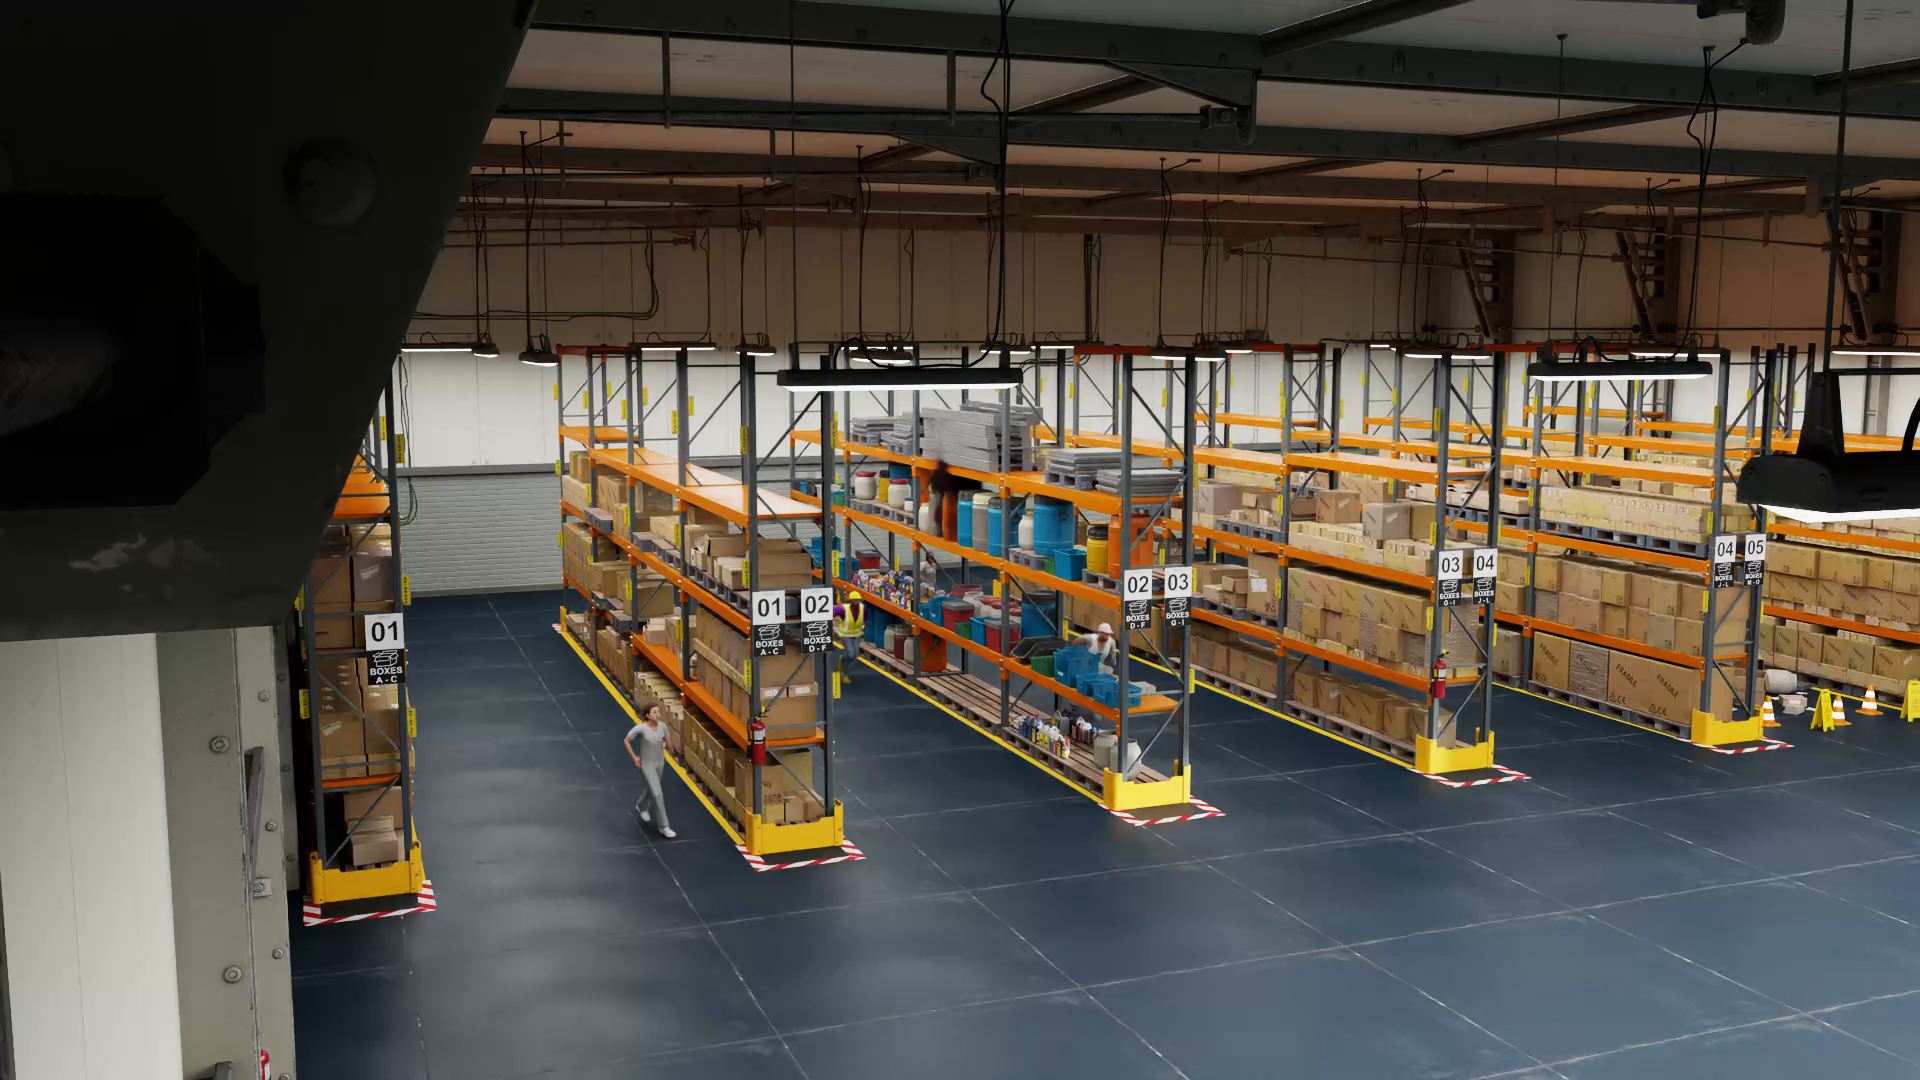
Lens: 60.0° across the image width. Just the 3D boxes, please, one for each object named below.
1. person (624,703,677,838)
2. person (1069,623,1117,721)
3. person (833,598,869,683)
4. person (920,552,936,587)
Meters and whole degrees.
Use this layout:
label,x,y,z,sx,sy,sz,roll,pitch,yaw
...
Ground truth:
label,x,y,z,sx,sy,sz,roll,pitch,yaw
person,-3.890,2.841,20.860,0.993,1.639,0.577,7,10,44
person,2.149,2.080,27.090,0.663,1.590,1.056,-3,8,-24
person,-1.942,1.758,29.671,0.690,1.646,0.712,-5,9,-35
person,-0.742,1.020,35.772,0.544,1.581,1.002,-4,8,-30
